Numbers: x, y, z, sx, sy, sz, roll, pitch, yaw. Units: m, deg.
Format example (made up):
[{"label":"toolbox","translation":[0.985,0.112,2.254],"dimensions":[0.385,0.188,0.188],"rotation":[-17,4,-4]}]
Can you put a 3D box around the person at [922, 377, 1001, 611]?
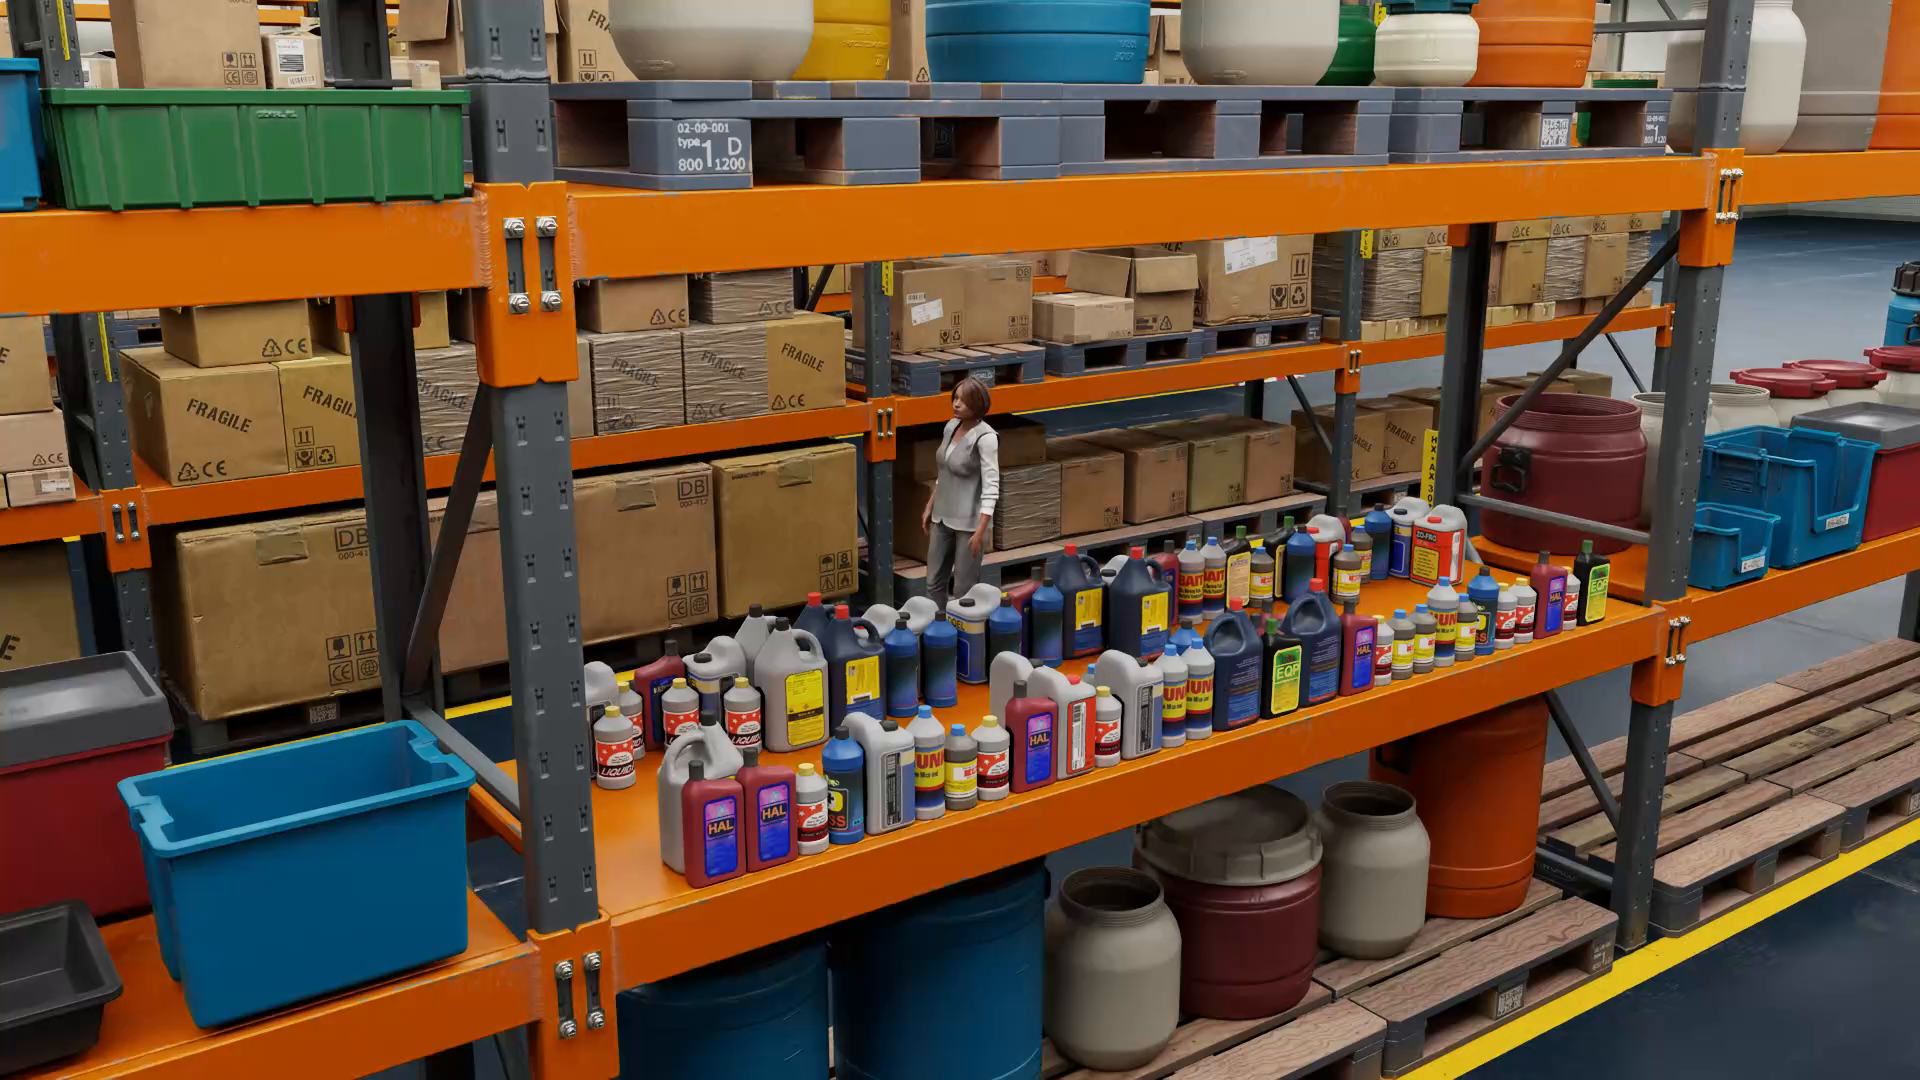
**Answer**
[{"label":"person","translation":[-0.062,-0.054,8.712],"dimensions":[0.474,1.591,0.519],"rotation":[-10,18,-35]}]
